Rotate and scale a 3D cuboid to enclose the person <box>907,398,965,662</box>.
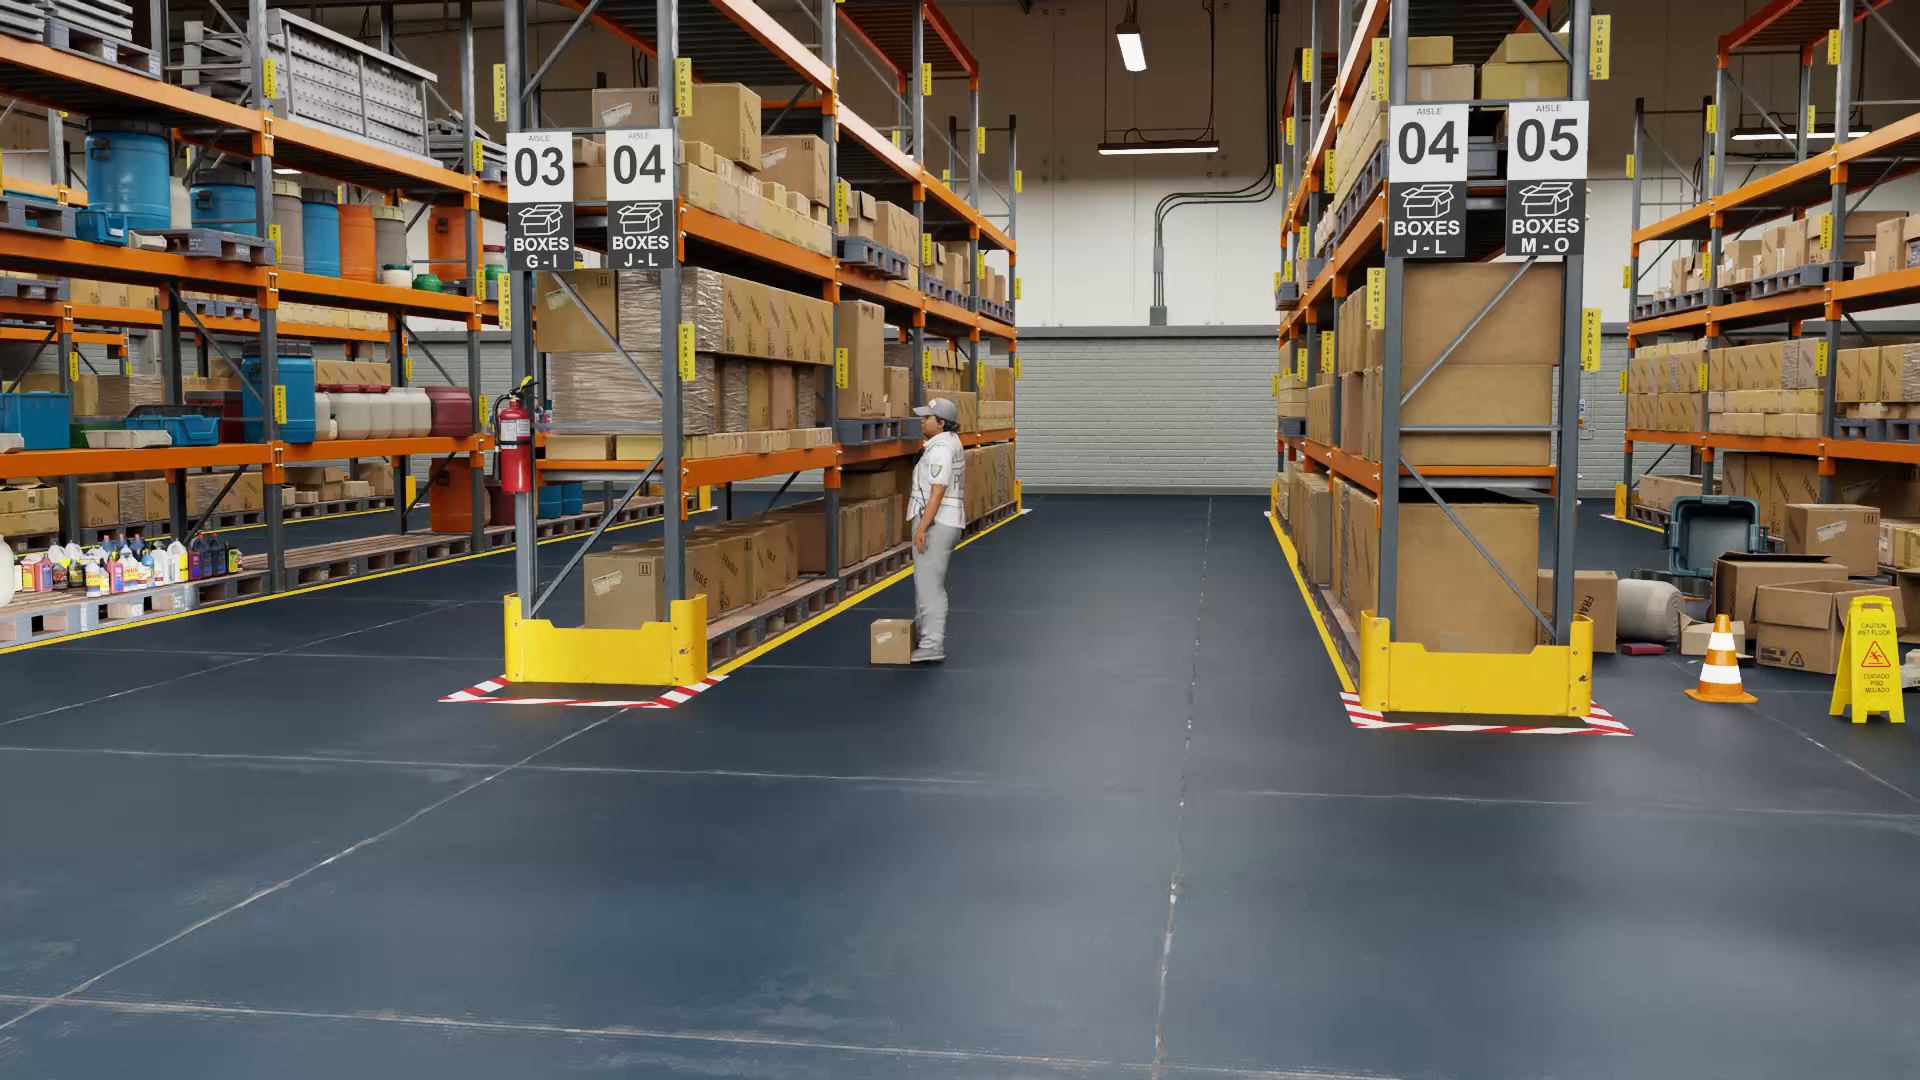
[{"bbox_3d":[-0.234,-0.067,10.588,0.525,1.670,0.599,1,5,9],"label":"person"}]
